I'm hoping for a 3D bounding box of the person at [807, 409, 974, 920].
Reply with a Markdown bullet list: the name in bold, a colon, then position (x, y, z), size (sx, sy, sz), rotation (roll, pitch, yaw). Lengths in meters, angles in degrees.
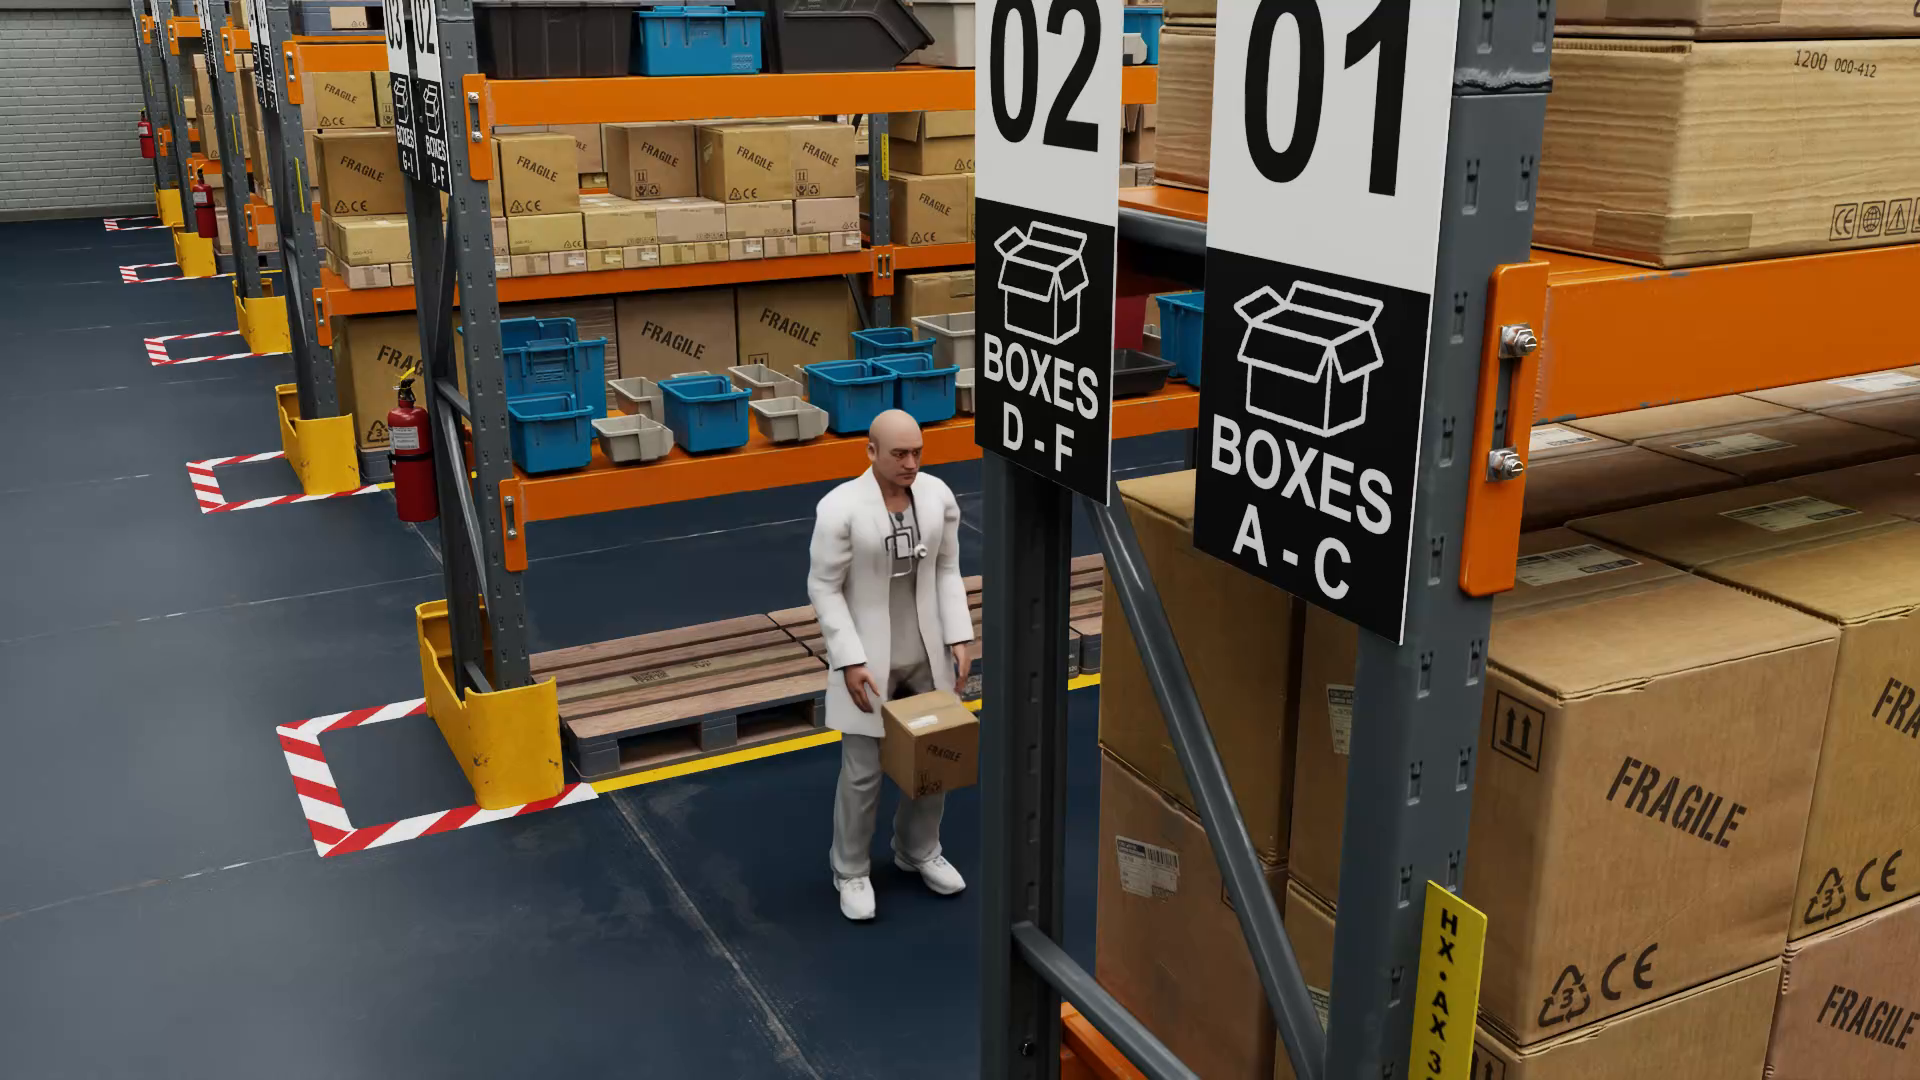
- **person**: position (-0.229, 0.414, 5.812), size (0.586, 1.779, 0.424), rotation (-10, 21, -28)
